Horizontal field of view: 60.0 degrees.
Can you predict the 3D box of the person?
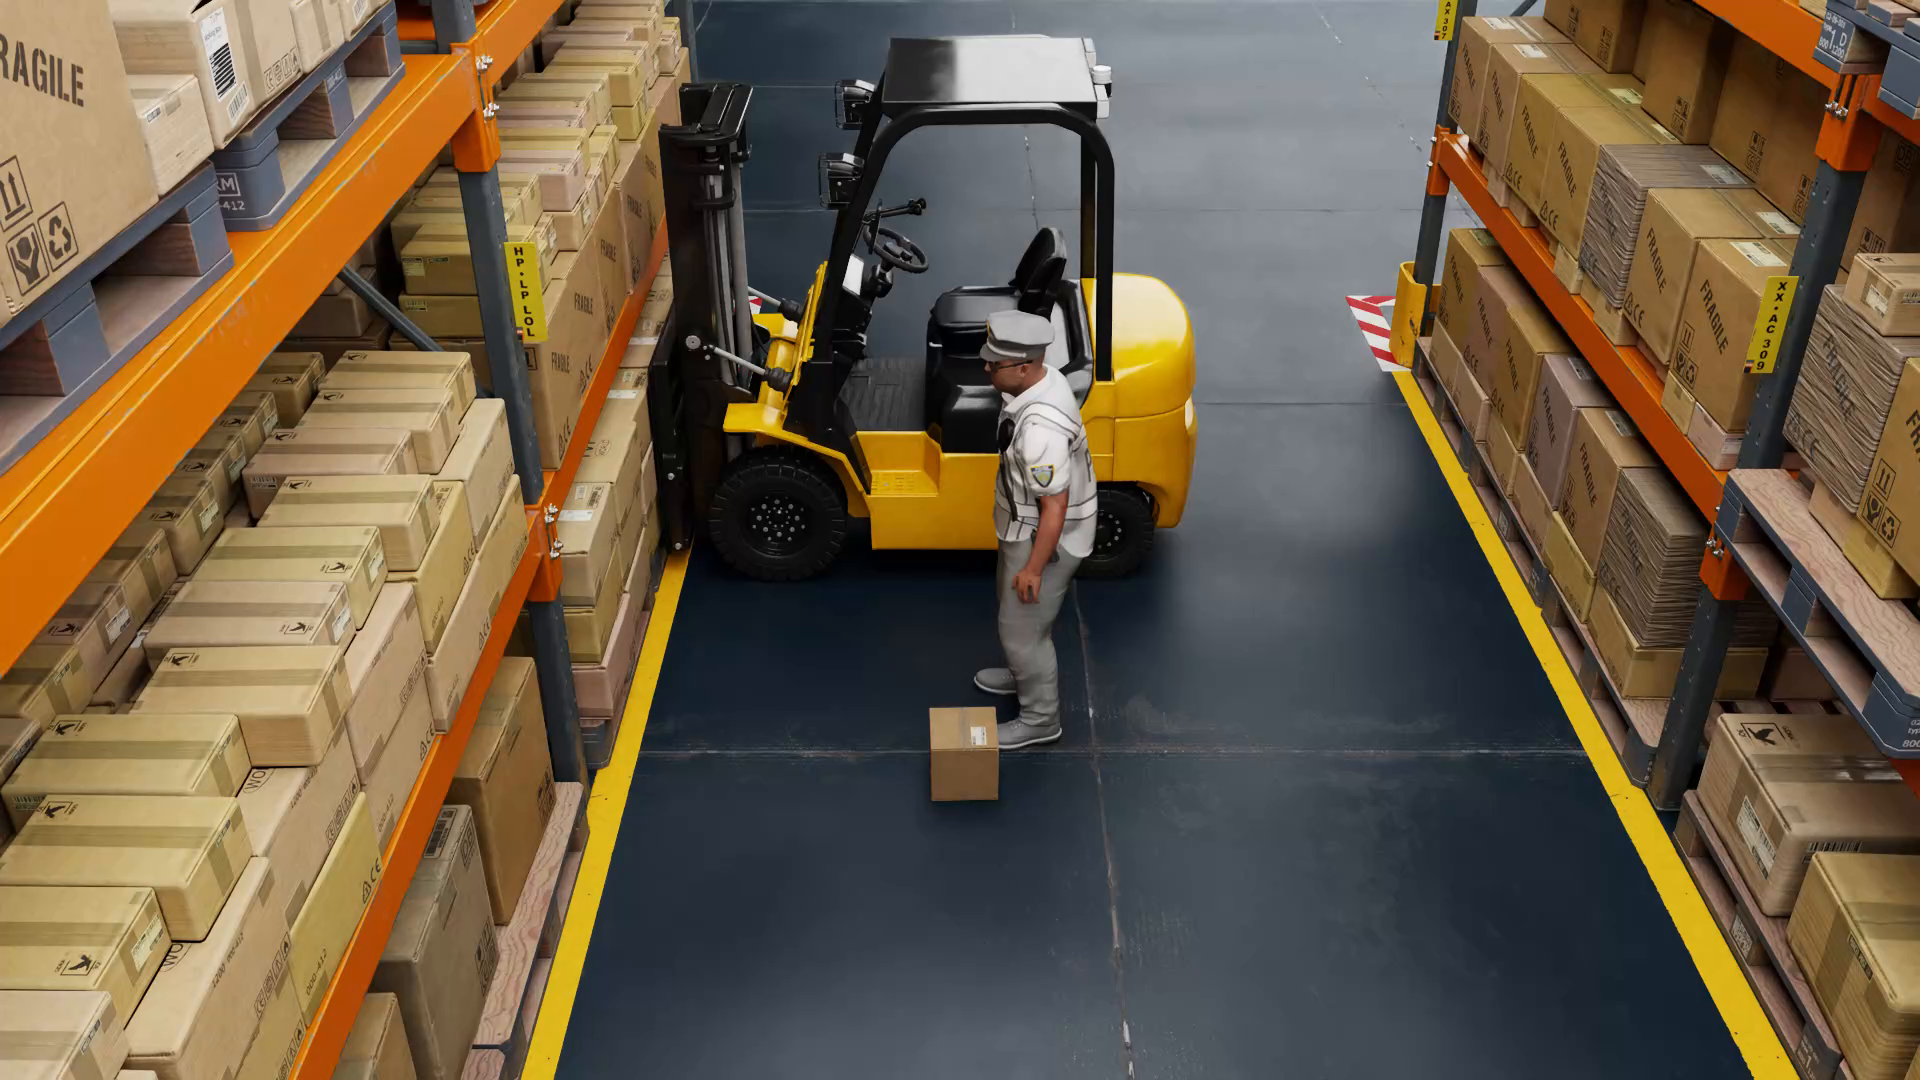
[{"bbox_3d":[0.280,-0.030,6.173,0.431,1.750,0.606,-2,31,-3],"label":"person"}]
